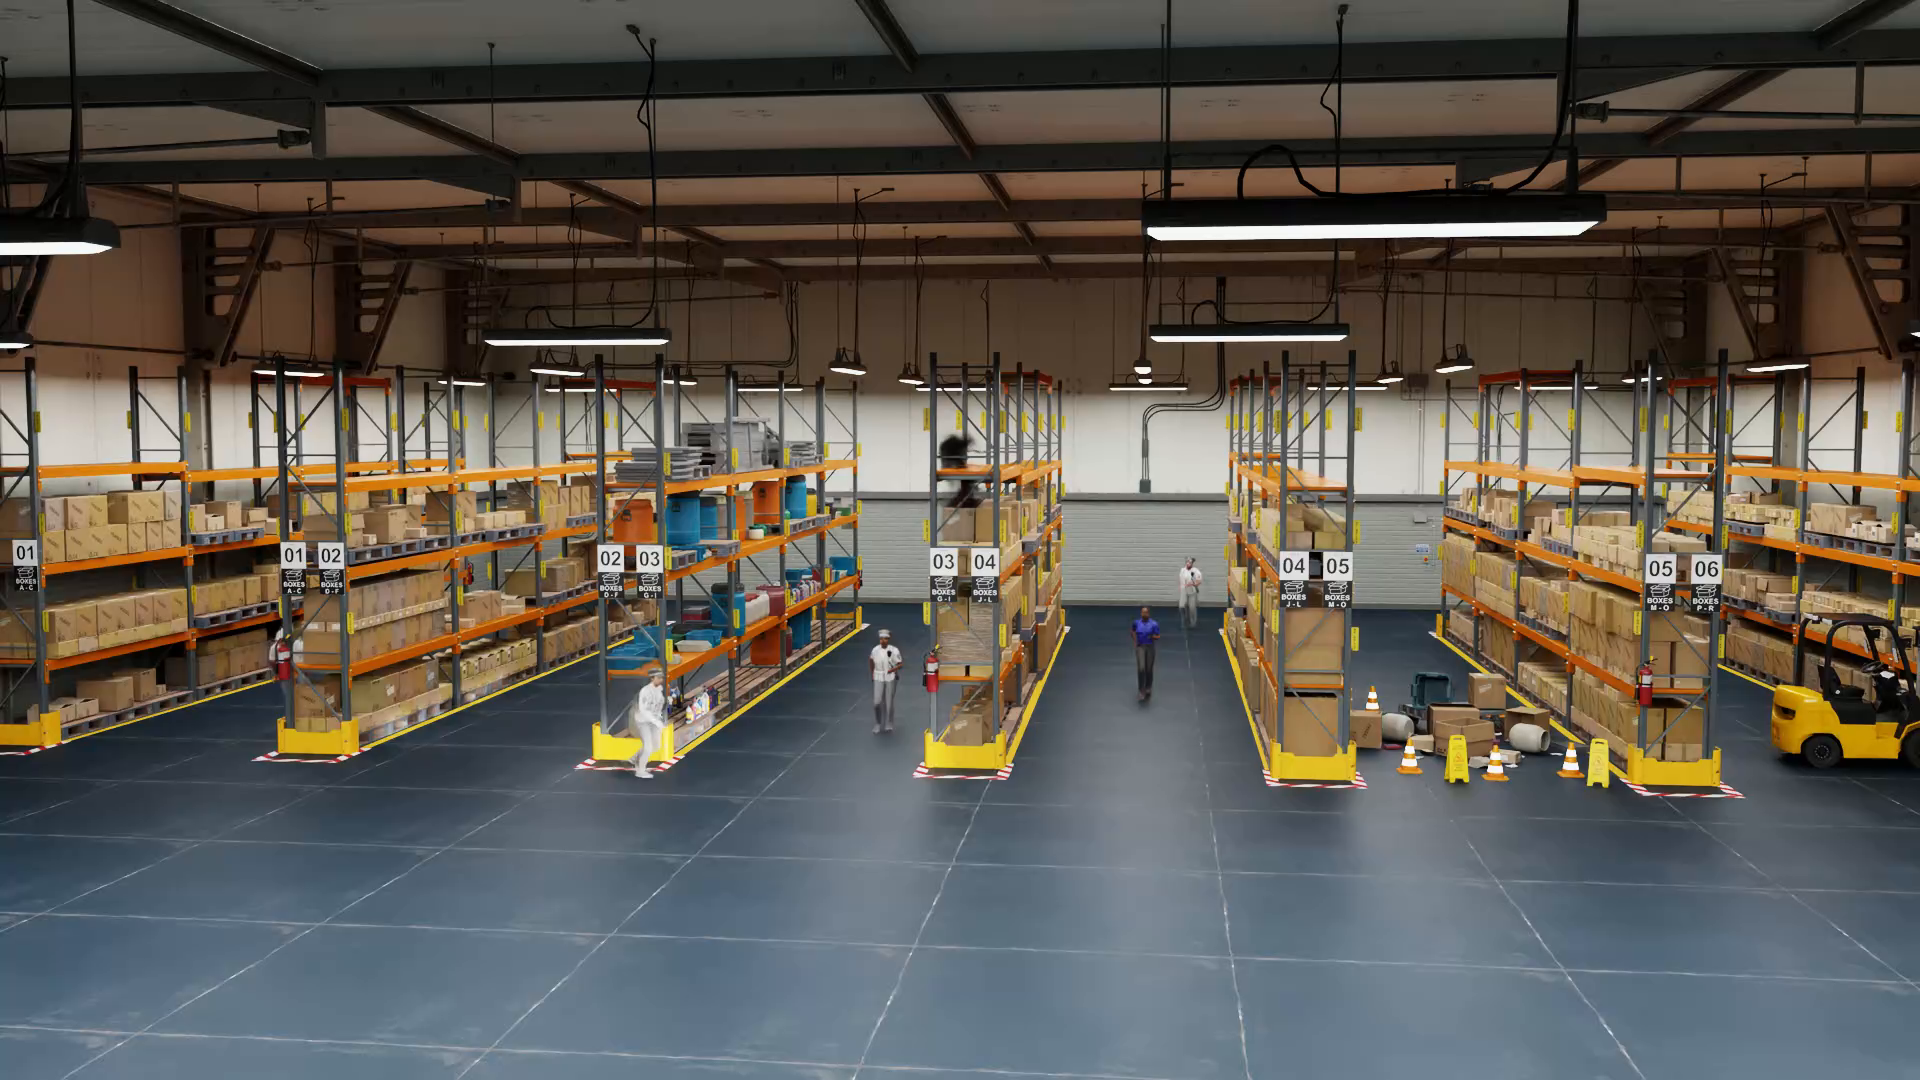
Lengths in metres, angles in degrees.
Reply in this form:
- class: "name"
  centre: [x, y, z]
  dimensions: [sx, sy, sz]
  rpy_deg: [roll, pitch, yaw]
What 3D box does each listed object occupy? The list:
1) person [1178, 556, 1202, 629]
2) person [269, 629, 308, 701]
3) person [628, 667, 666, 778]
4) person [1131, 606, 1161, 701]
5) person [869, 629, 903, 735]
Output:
- class: "person"
  centre: [5.540, 1.283, 40.205]
  dimensions: [0.640, 1.780, 0.692]
  rpy_deg: [2, 5, 27]
- class: "person"
  centre: [-11.066, 2.249, 27.587]
  dimensions: [0.704, 1.623, 0.896]
  rpy_deg: [-1, 4, -15]
- class: "person"
  centre: [-4.403, 2.552, 23.346]
  dimensions: [0.705, 1.597, 0.585]
  rpy_deg: [2, 4, 23]
- class: "person"
  centre: [3.369, 2.046, 30.148]
  dimensions: [0.563, 1.683, 0.749]
  rpy_deg: [1, 4, 8]
- class: "person"
  centre: [-1.200, 2.278, 26.692]
  dimensions: [0.582, 1.714, 0.694]
  rpy_deg: [0, 4, 6]
